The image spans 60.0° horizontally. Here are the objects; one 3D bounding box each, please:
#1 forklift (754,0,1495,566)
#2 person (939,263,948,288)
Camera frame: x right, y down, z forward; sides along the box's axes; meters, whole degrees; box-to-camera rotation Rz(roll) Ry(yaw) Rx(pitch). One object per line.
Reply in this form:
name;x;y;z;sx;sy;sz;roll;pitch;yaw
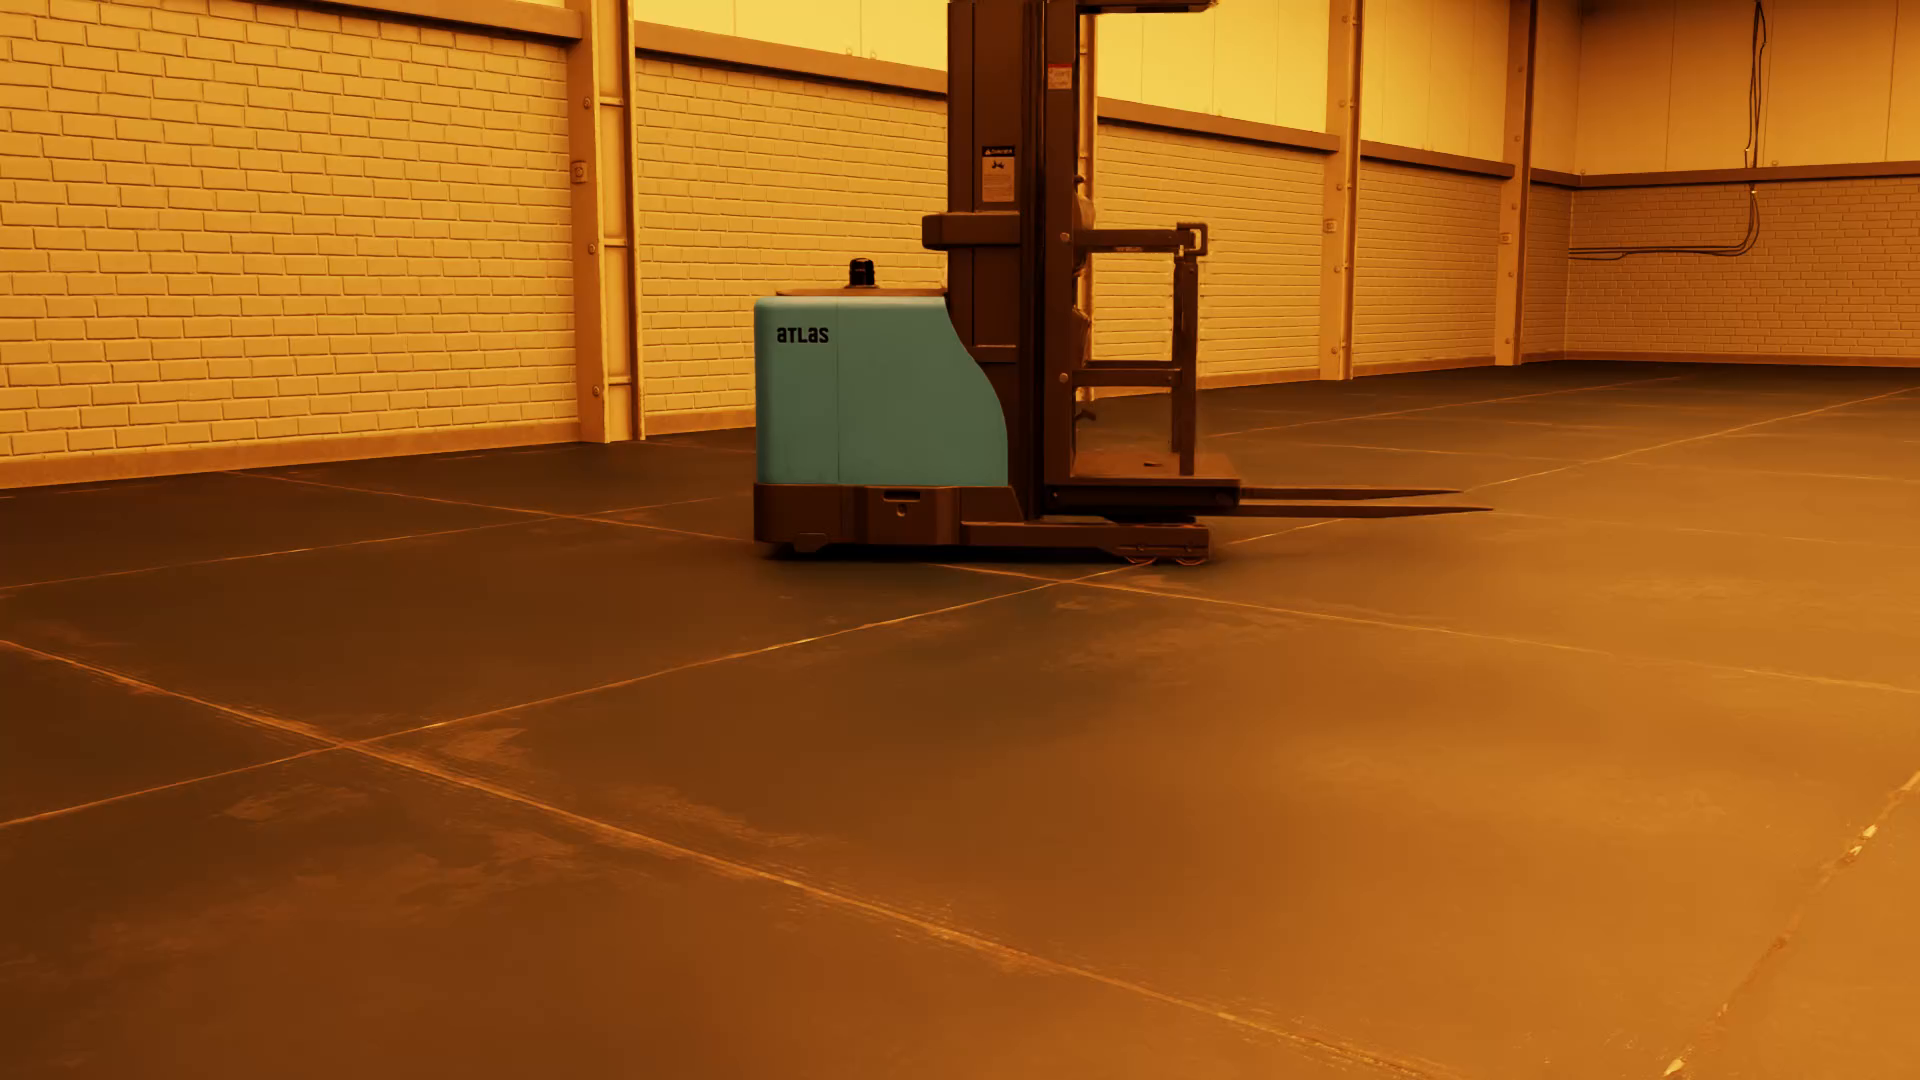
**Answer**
forklift;0.691;-1.426;7.025;3.031;2.935;1.130;1;8;5
person;0.143;-0.891;8.142;0.817;1.635;0.455;-3;9;-18
